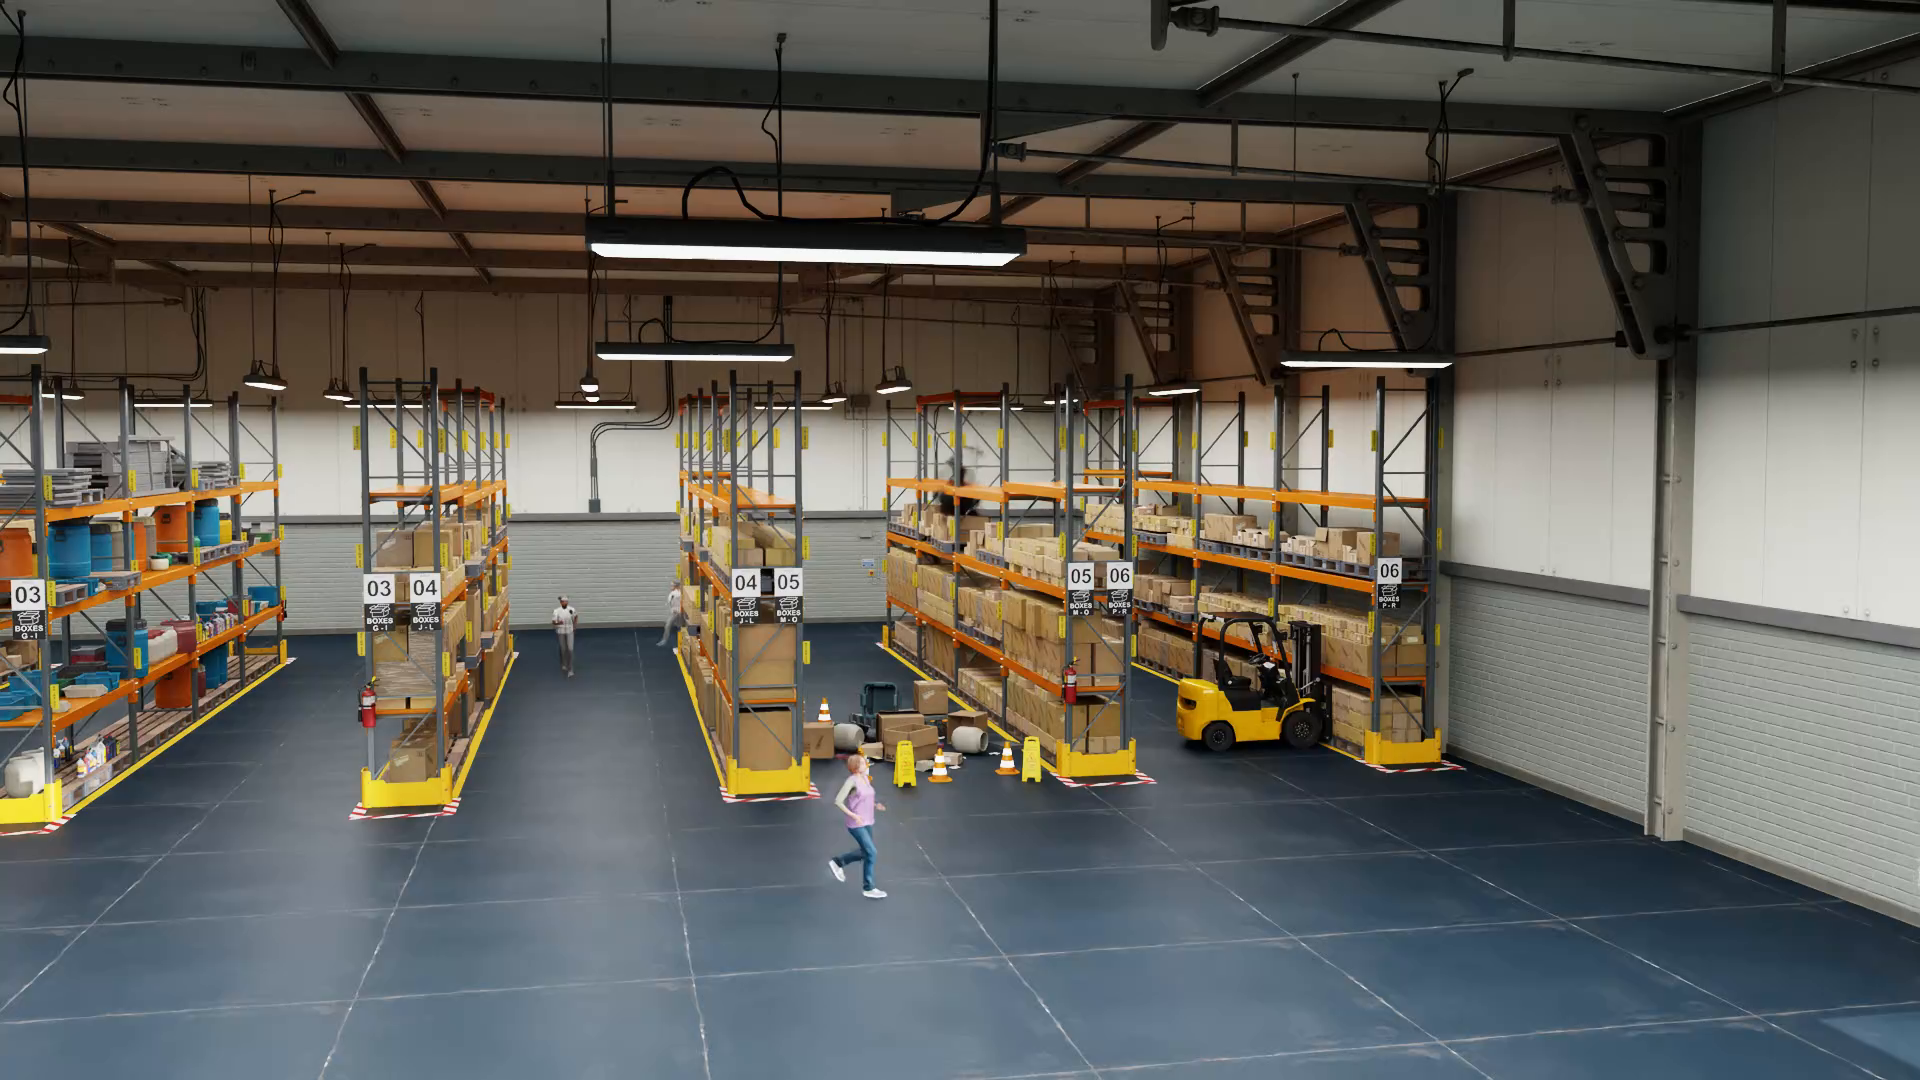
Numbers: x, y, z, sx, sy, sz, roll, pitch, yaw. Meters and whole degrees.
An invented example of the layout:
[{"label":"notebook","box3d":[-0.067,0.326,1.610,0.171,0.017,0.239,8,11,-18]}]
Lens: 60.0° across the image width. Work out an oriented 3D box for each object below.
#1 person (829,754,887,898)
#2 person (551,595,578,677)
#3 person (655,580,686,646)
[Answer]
[{"label":"person","box3d":[-1.140,3.130,18.290,0.734,1.561,0.546,2,4,24]},{"label":"person","box3d":[-8.477,2.036,35.683,0.564,1.754,0.794,-1,4,-16]},{"label":"person","box3d":[-6.907,1.775,40.504,0.958,1.634,0.698,-1,4,-22]}]
